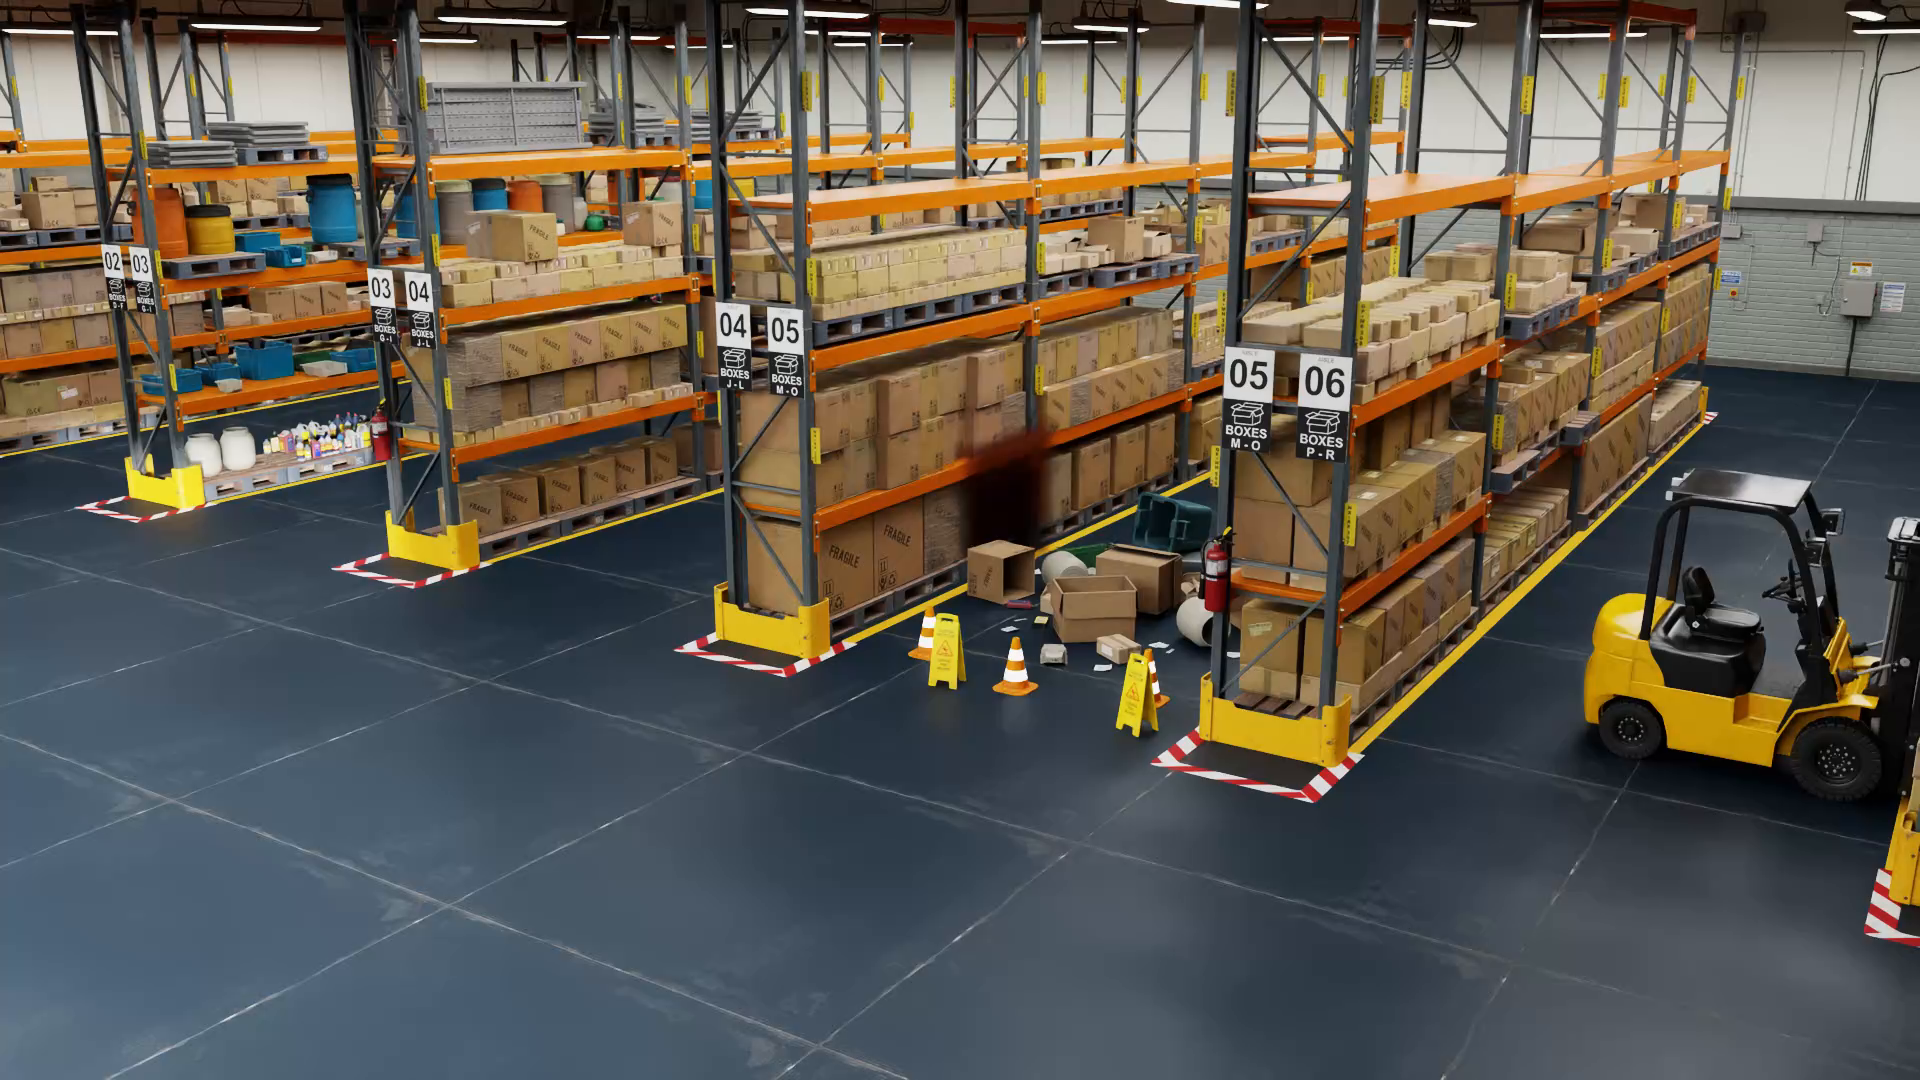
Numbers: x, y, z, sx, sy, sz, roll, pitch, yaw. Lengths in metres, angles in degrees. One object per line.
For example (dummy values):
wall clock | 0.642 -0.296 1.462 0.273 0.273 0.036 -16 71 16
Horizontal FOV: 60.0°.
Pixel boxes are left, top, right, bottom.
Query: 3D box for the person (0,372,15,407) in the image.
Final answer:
person | -14.856 -2.603 25.411 0.537 1.658 1.015 5 16 16

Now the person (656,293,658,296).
person | -5.312 -4.019 30.744 0.562 1.570 0.750 15 21 42
